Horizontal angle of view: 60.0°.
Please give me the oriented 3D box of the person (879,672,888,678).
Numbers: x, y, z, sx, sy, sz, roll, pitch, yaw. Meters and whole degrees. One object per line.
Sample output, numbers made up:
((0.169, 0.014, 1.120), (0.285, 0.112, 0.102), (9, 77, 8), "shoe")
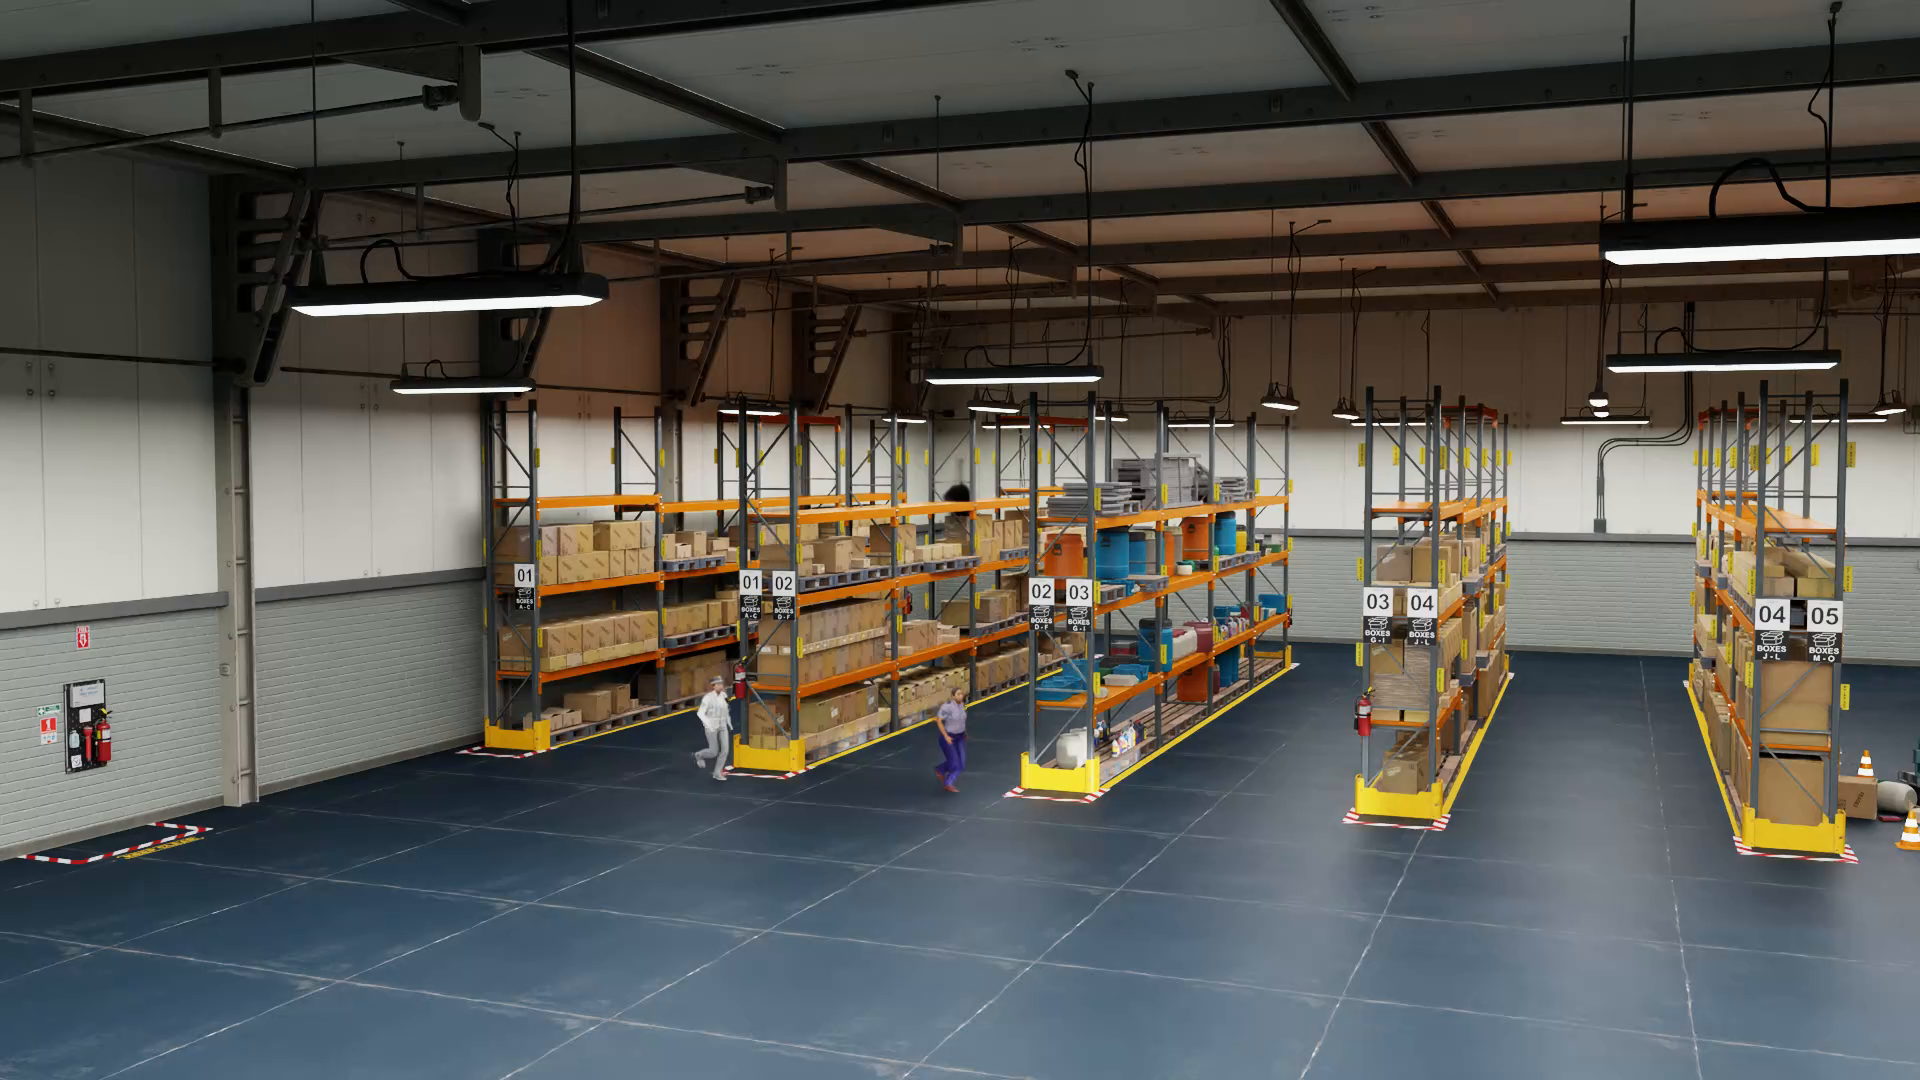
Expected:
((-1.750, 2.435, 36.690), (0.543, 1.498, 0.838), (1, 3, 11), "person")

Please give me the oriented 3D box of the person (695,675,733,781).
((-3.840, 2.908, 25.923), (0.603, 1.645, 0.675), (-2, 4, -41), "person")

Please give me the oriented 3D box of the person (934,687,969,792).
((-0.153, 2.993, 25.002), (0.604, 1.581, 0.543), (-3, 4, -45), "person")
